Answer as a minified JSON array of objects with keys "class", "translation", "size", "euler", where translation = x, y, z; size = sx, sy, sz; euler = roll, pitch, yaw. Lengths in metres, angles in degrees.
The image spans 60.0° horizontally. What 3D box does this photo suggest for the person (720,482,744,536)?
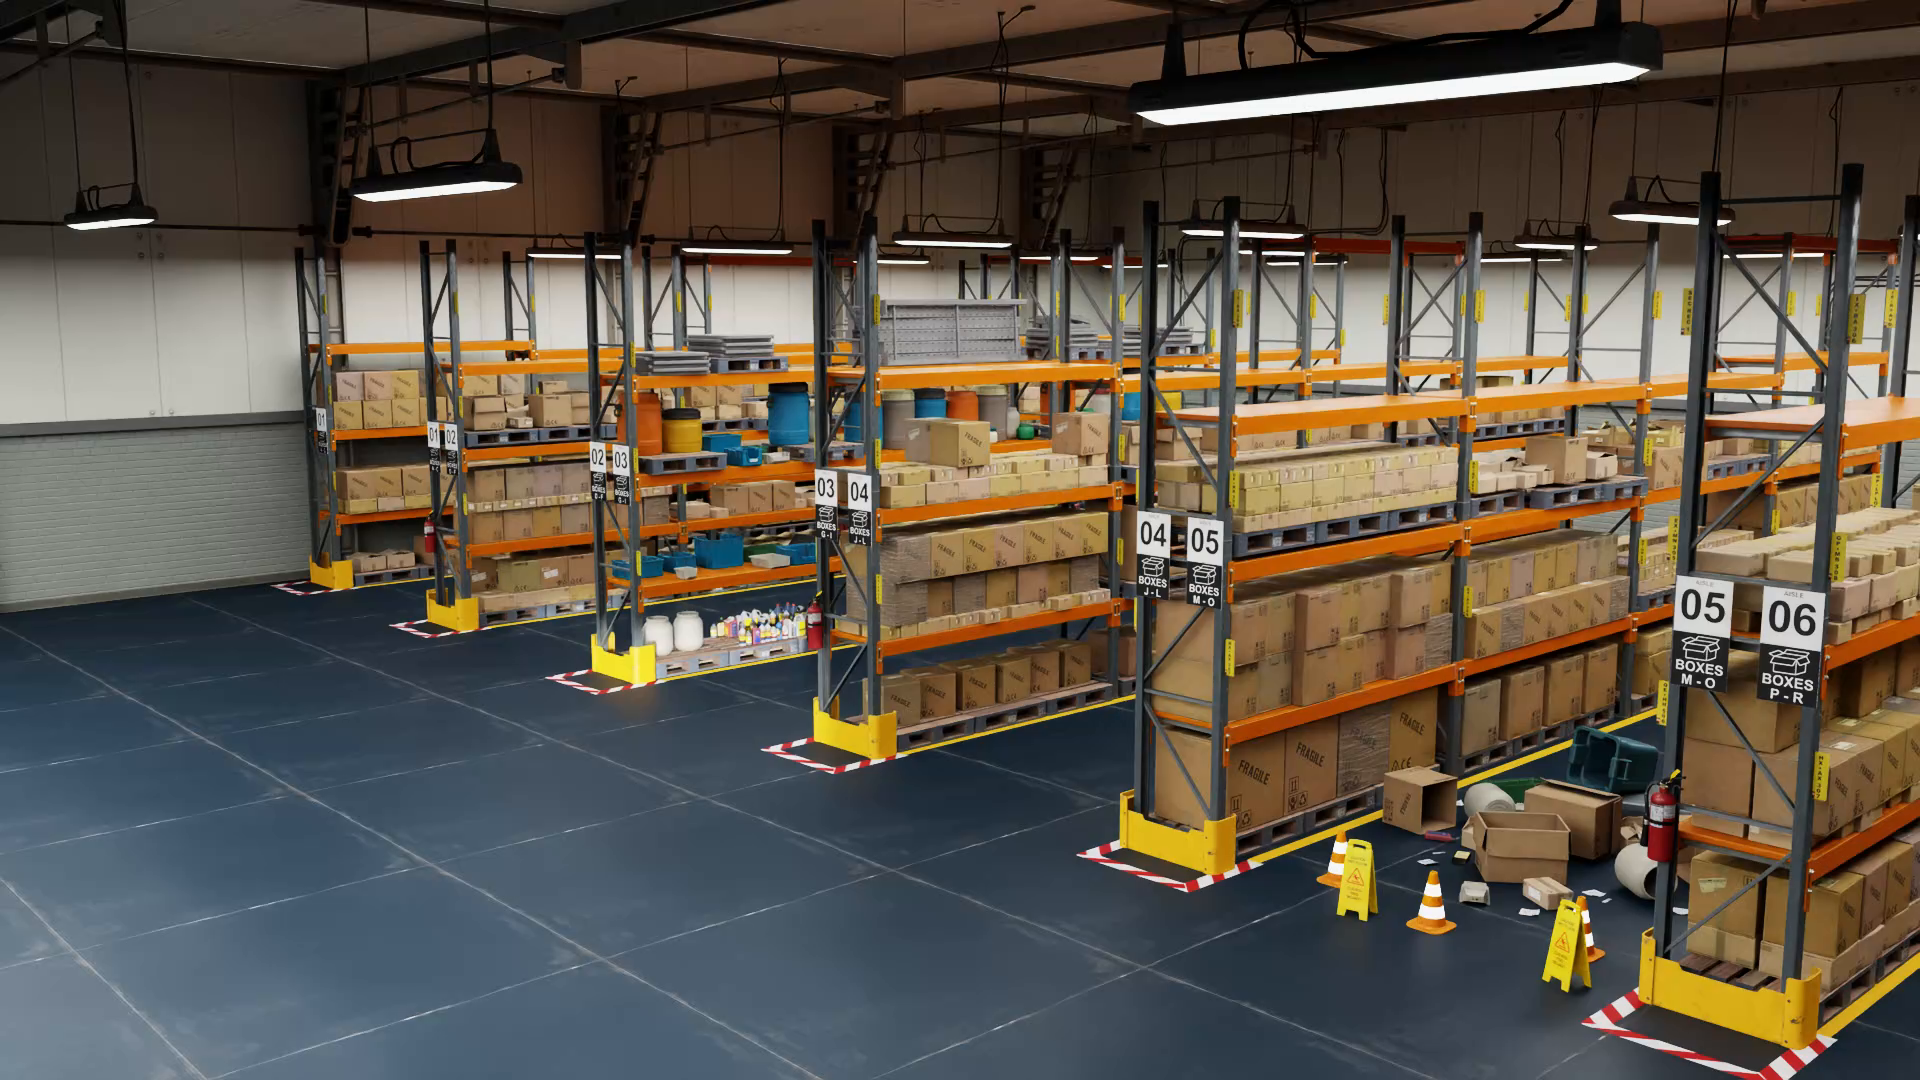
[{"class":"person","translation":[-4.296,-0.313,31.902],"size":[0.544,1.659,0.541],"euler":[6,10,35]}]
